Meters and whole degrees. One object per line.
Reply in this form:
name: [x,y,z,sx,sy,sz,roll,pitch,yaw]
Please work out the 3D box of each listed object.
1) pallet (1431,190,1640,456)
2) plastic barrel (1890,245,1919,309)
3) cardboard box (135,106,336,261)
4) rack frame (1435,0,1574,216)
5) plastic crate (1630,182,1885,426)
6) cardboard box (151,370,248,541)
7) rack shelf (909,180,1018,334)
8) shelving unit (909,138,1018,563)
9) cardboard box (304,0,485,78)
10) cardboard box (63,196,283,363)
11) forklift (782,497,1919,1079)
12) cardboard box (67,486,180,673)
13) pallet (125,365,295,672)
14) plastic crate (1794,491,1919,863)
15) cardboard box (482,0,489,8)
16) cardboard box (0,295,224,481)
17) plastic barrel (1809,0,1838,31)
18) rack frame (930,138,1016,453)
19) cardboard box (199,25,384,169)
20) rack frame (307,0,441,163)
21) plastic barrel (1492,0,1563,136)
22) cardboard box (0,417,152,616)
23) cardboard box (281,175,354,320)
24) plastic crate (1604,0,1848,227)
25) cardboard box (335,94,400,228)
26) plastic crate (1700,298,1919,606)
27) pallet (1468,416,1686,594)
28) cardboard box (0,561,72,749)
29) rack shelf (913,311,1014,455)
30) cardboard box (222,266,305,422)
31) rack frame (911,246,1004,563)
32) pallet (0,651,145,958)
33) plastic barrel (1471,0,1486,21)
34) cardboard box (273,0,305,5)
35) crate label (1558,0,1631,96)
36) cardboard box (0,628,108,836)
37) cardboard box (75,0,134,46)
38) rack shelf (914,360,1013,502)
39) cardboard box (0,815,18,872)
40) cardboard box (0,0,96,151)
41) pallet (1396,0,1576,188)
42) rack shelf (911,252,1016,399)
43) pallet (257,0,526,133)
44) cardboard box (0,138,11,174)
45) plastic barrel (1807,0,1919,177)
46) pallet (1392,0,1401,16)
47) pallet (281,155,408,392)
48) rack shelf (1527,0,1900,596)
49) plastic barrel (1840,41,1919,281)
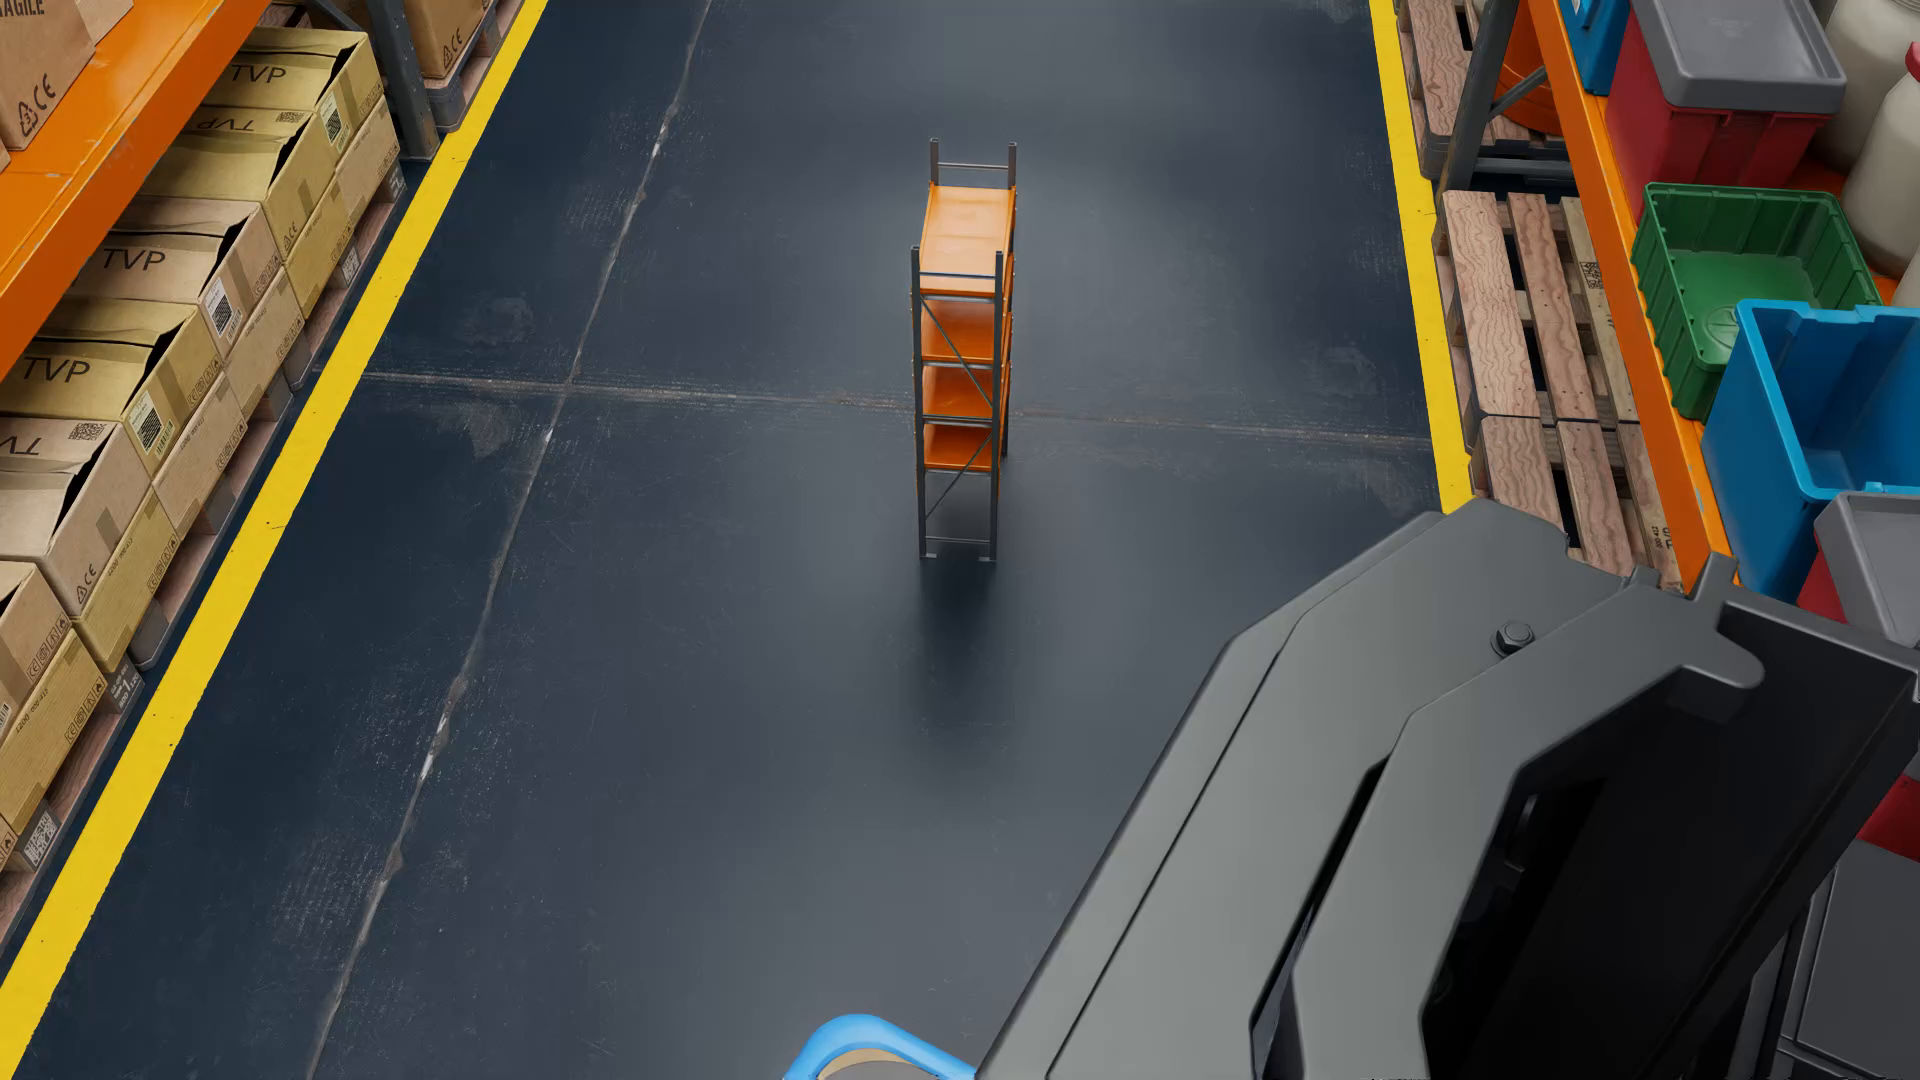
pallet: [2.227,-0.751,5.794,1.003,0.211,1.213,4,48,4]
plastic barrel: [2.345,-0.593,3.667,0.433,0.535,0.433,0,48,0]
cardboard box: [-2.439,-1.214,5.526,0.500,0.311,0.500,3,48,3]
rack frame: [2.337,-2.259,5.283,1.000,3.000,0.127,4,48,4]
plastic crate: [1.850,-0.546,3.861,0.450,0.188,0.662,4,48,4]
cardboard box: [-2.537,-0.279,5.051,0.500,0.250,0.500,5,48,4]
rack shelf: [0.015,-0.792,4.629,0.258,0.148,0.480,4,48,4]
shelving unit: [0.015,-0.527,4.919,0.258,1.200,0.503,4,48,4]
cardboard box: [-2.270,-2.215,6.639,0.500,0.500,0.500,6,48,5]
cardboard box: [-2.488,-0.843,5.187,0.500,0.311,0.500,4,48,3]
forklift: [0.835,1.421,1.964,3.031,2.935,1.130,22,51,19]
cardboard box: [-2.584,0.095,4.709,0.500,0.250,0.500,3,48,2]
pallet: [-2.823,-0.157,5.251,1.003,0.211,1.213,4,48,4]
plastic crate: [1.712,0.283,2.915,0.402,0.464,0.583,4,48,4]
cardboard box: [-2.228,-2.600,6.991,0.500,0.500,0.500,2,48,2]
cardboard box: [-2.536,-0.475,4.850,0.500,0.311,0.500,5,48,5]
plastic barrel: [2.456,-1.526,4.537,0.421,0.512,0.421,0,48,0]
rack frame: [0.037,-0.706,5.083,0.240,1.200,0.015,4,48,4]
cardboard box: [-2.398,-1.596,5.876,0.500,0.311,0.500,5,48,5]
rack frame: [-2.596,-2.594,5.590,1.000,3.000,0.127,4,48,4]
plastic barrel: [2.364,-2.029,6.259,0.600,0.830,0.708,4,48,4]
cardboard box: [-2.578,-0.093,4.501,0.500,0.311,0.500,2,48,2]
cardboard box: [-2.444,-1.026,5.735,0.500,0.250,0.500,3,48,3]
plastic crate: [1.885,-1.113,4.192,0.402,0.464,0.583,4,48,4]
cardboard box: [-2.401,-1.405,6.081,0.500,0.250,0.500,5,48,4]
plastic crate: [1.763,-0.145,3.361,0.392,0.384,0.575,4,48,4]
pallet: [2.114,0.143,4.976,1.003,0.211,1.213,4,48,4]
cardboard box: [-2.624,0.287,4.153,0.500,0.311,0.500,3,48,3]
rack shelf: [0.015,-0.481,4.968,0.258,0.148,0.480,4,48,4]
cardboard box: [-2.493,-0.657,5.397,0.500,0.250,0.500,5,48,4]
rack frame: [-0.007,-0.347,4.755,0.240,1.200,0.015,4,48,4]
pallet: [-2.932,0.742,4.428,1.003,0.211,1.213,4,48,4]
plastic barrel: [2.327,-2.342,6.761,0.421,0.512,0.421,0,48,0]
cardboard box: [-2.744,-2.602,6.993,0.500,0.500,0.500,6,48,5]
crate label: [1.977,-1.559,4.619,0.502,0.435,0.616,4,48,4]
cardboard box: [-2.629,0.476,4.361,0.500,0.250,0.500,5,48,5]
cardboard box: [-2.656,-1.569,4.822,0.380,0.149,0.250,7,48,6]
rack shelf: [0.015,-0.347,5.115,0.258,0.148,0.480,4,48,4]
cardboard box: [-2.677,0.851,4.017,0.500,0.250,0.500,3,48,3]
cardboard box: [-2.732,-1.394,4.425,0.500,0.500,0.500,2,48,1]
pallet: [2.367,-1.900,6.844,1.003,0.211,1.213,4,48,4]
rack shelf: [0.015,-0.632,4.803,0.258,0.148,0.480,4,48,4]
pallet: [-2.490,-2.199,7.119,1.003,0.211,1.213,4,48,4]
cardboard box: [-2.780,-1.007,4.071,0.500,0.500,0.500,4,48,4]
plastic barrel: [2.417,-1.216,4.254,0.421,0.512,0.421,0,48,0]
pallet: [2.481,-2.794,7.662,1.003,0.211,1.213,4,48,4]
pallet: [-2.710,-1.051,6.068,1.003,0.211,1.213,4,48,4]
rack shelf: [2.154,-0.546,4.204,1.077,0.370,4.000,4,48,4]
plastic barrel: [2.384,-0.910,3.958,0.433,0.535,0.433,0,48,0]
